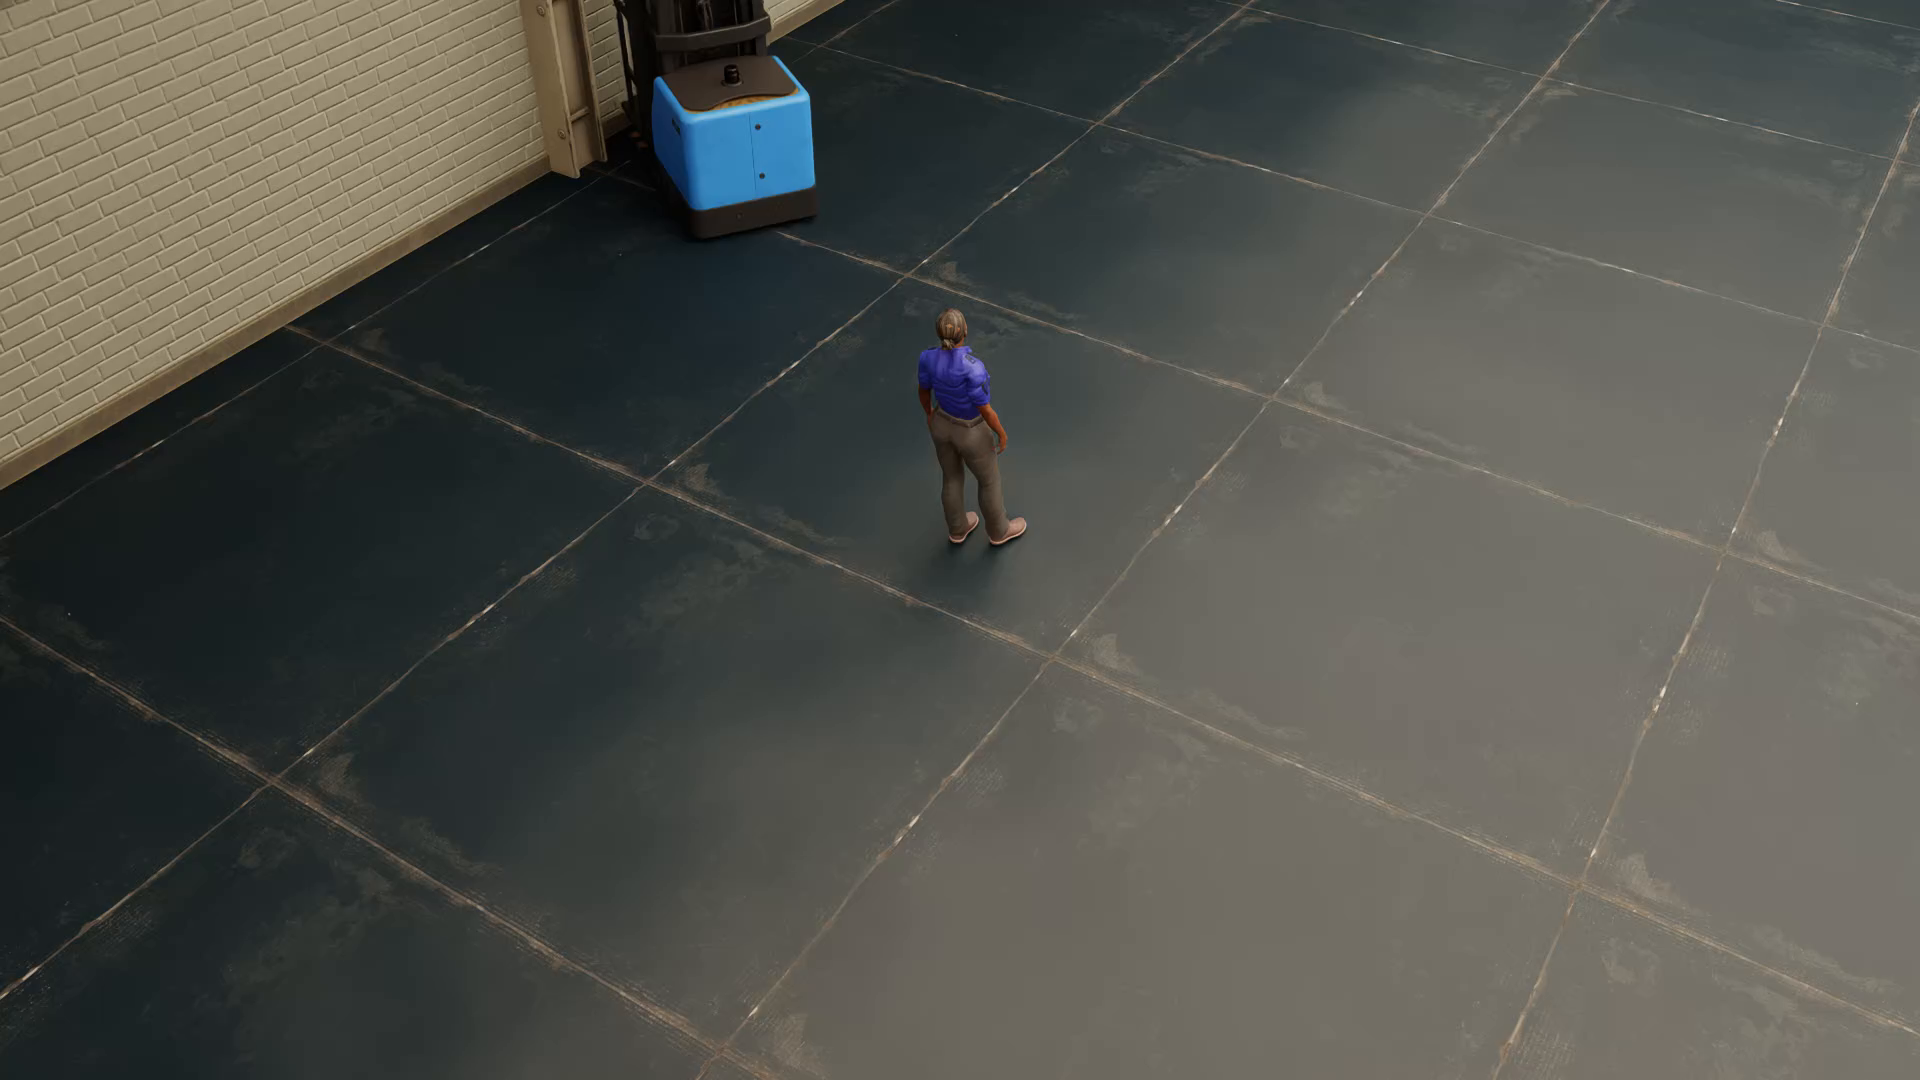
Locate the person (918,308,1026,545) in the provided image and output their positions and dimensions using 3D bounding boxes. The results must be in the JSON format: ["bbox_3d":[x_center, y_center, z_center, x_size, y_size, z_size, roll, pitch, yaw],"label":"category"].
[{"bbox_3d":[0.064,-0.678,9.743,0.569,1.656,0.503,22,45,24],"label":"person"}]

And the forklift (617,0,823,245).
[{"bbox_3d":[-2.140,-4.347,13.097,1.130,2.935,3.031,-16,43,-18],"label":"forklift"}]
